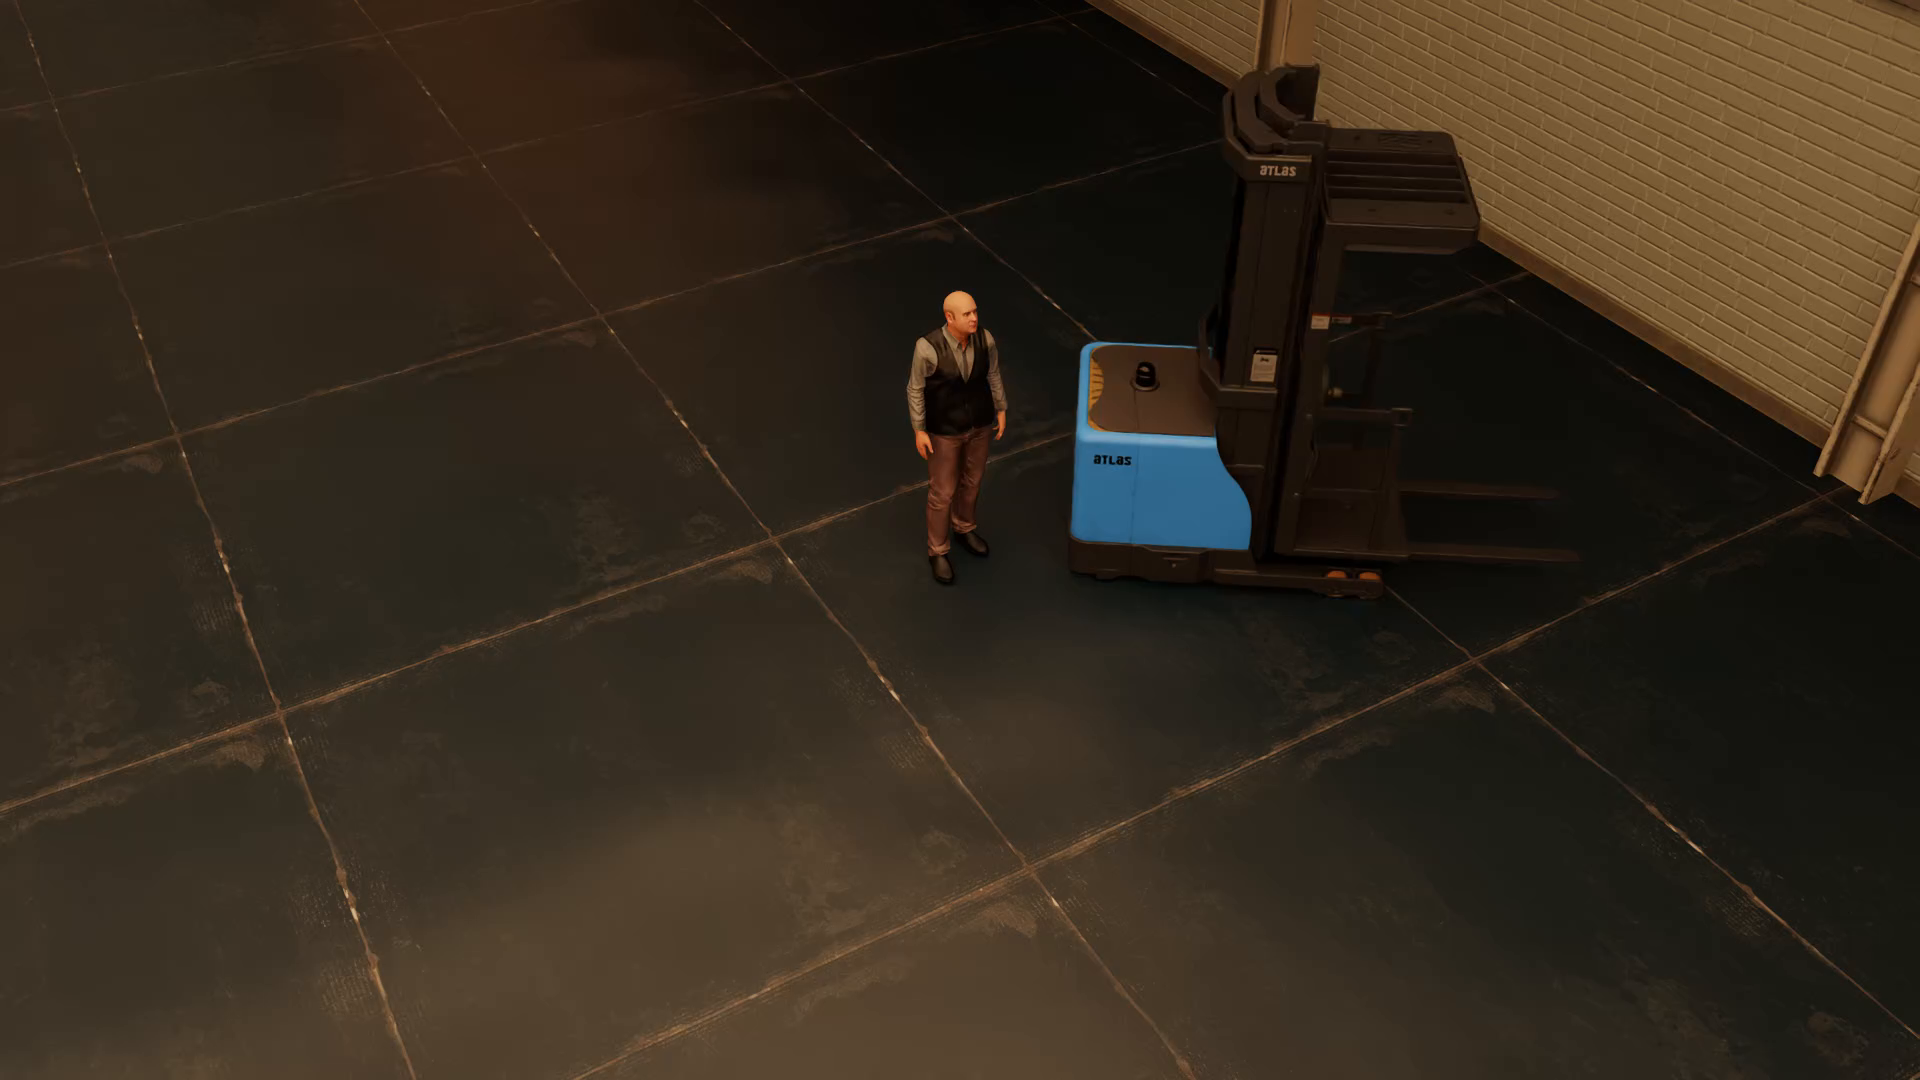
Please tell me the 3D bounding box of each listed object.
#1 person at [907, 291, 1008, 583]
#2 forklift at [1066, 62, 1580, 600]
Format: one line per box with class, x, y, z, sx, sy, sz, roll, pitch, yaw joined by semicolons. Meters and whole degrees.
person;0.024;-0.631;9.733;0.632;1.720;0.568;-20;44;-23
forklift;2.190;-1.129;9.398;3.031;2.935;1.130;3;40;4
